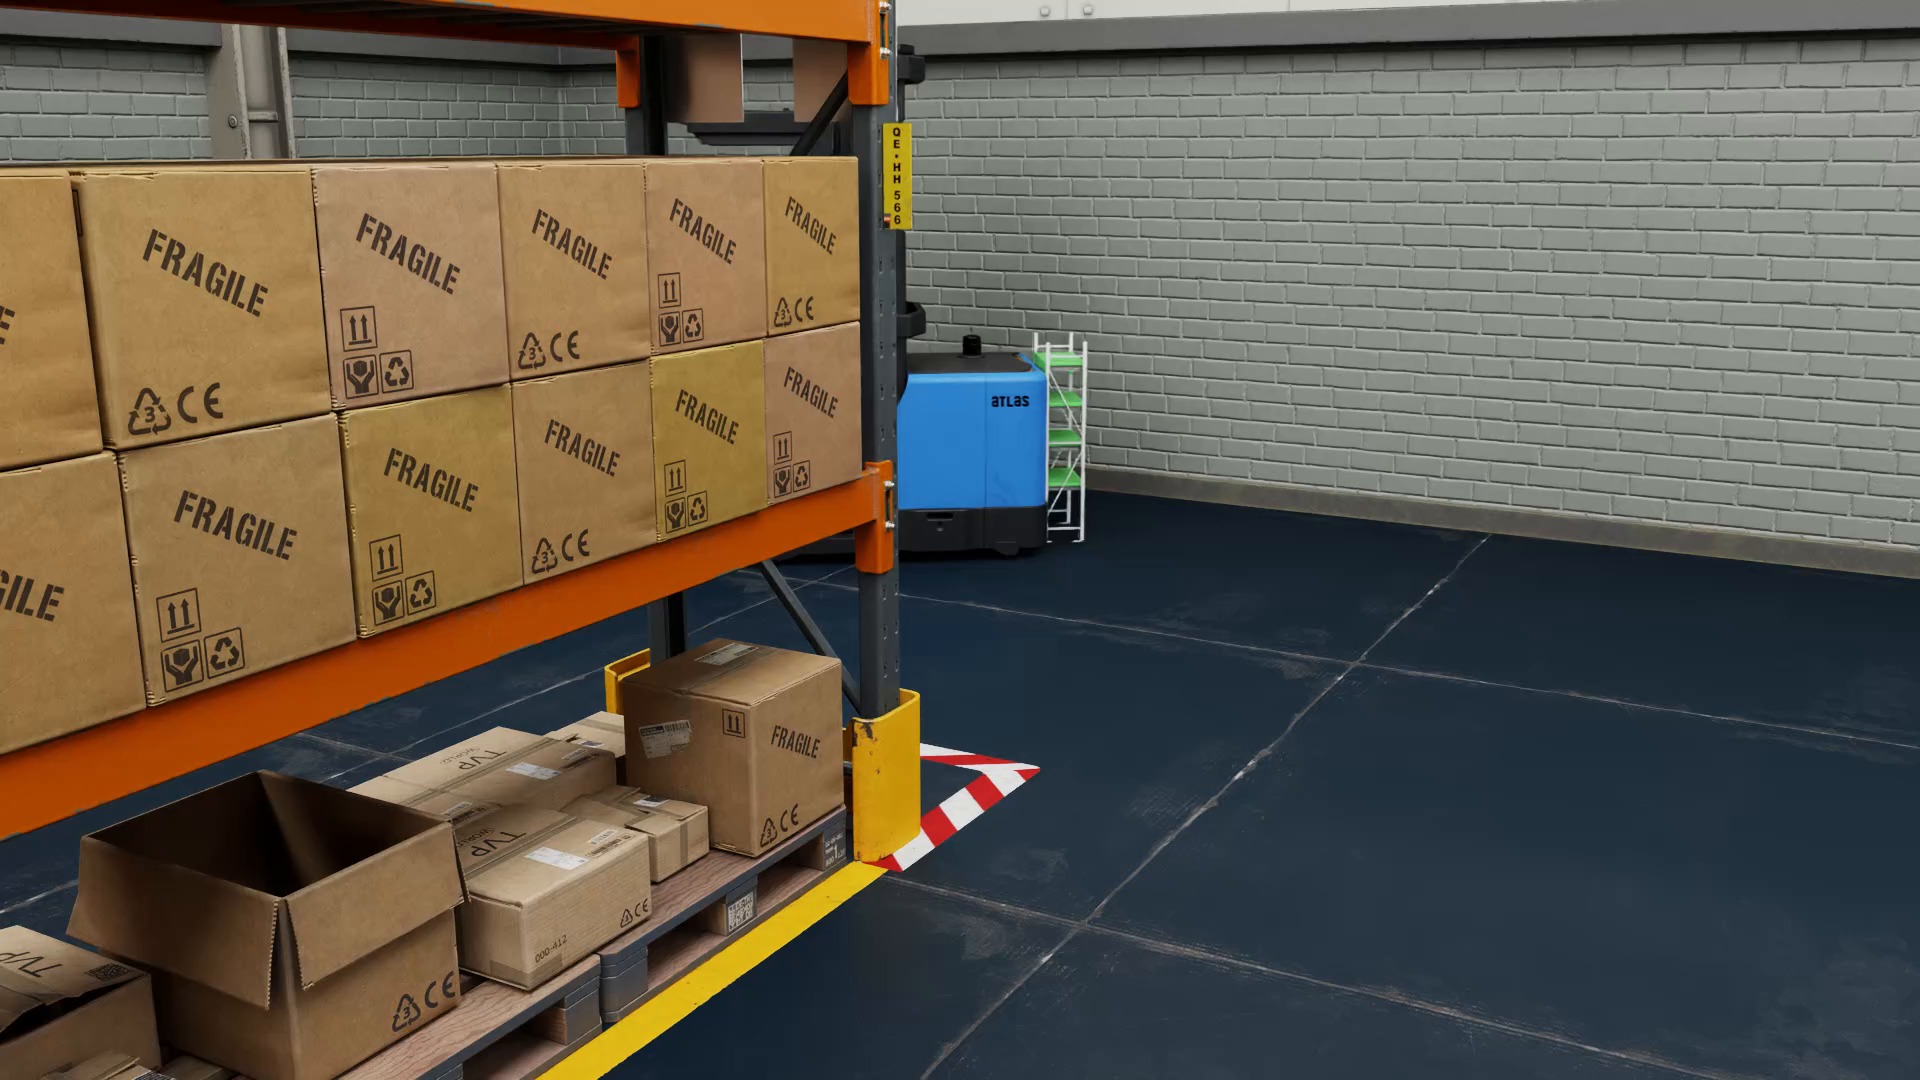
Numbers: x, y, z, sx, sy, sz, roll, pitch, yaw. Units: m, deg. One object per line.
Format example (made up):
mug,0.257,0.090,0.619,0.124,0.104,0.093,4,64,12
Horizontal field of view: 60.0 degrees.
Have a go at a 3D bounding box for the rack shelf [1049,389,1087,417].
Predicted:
rack shelf,0.598,-0.800,10.041,0.258,0.148,0.480,-1,14,-6

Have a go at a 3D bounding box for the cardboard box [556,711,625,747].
cardboard box,-1.176,0.727,5.761,0.380,0.149,0.250,7,15,28

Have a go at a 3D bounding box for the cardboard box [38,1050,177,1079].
cardboard box,-1.804,1.252,3.546,0.380,0.166,0.250,7,15,28

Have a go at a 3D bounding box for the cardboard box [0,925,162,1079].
cardboard box,-2.216,1.119,3.789,0.500,0.311,0.500,7,15,28

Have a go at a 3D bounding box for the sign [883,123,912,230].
sign,-0.196,-1.141,5.222,0.100,0.325,0.005,7,15,28

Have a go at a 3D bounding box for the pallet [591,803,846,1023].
pallet,-1.094,1.043,5.256,1.003,0.211,1.213,7,15,28

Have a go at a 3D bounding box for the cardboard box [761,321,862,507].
cardboard box,-0.651,-0.418,5.152,0.500,0.500,0.500,8,16,30

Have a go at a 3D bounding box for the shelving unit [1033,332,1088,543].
shelving unit,0.598,-0.629,10.082,0.258,1.200,0.503,-1,14,-6

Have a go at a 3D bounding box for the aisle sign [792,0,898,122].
aisle sign,-0.371,-1.735,5.282,0.394,0.787,0.004,7,15,28

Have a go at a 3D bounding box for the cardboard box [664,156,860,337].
cardboard box,-0.647,-0.904,5.036,0.500,0.500,0.500,7,15,28

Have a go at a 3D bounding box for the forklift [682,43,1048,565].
forklift,-1.041,-1.403,9.597,3.031,2.935,1.130,-1,14,-5

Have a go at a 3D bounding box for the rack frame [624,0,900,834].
rack frame,-0.672,-0.492,5.673,1.000,3.000,0.127,7,15,28

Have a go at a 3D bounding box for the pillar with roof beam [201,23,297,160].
pillar with roof beam,-0.694,-4.133,7.976,9.100,9.000,0.400,7,15,28

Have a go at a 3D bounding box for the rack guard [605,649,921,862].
rack guard,-0.709,0.739,5.901,1.175,0.500,0.348,7,15,28

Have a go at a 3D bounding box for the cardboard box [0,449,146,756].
cardboard box,-1.876,0.101,3.000,0.500,0.500,0.500,8,16,29

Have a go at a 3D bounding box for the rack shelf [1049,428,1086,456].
rack shelf,0.598,-0.567,10.097,0.258,0.148,0.480,-1,14,-6

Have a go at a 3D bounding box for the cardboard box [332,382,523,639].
cardboard box,-1.388,-0.106,3.858,0.500,0.500,0.500,7,15,27

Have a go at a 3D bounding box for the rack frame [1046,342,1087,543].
rack frame,0.623,-0.572,9.846,0.240,1.200,0.015,-1,14,-6

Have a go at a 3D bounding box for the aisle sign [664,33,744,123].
aisle sign,-0.896,-1.803,5.564,0.394,0.787,0.004,7,15,28

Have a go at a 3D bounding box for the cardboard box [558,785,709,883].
cardboard box,-0.994,0.884,5.073,0.380,0.166,0.250,7,15,28

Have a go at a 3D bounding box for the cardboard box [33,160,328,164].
cardboard box,-1.855,-0.651,3.986,0.500,0.500,0.500,7,15,28

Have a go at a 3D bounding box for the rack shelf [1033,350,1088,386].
rack shelf,0.598,-1.033,9.984,0.258,0.148,0.480,-1,14,-6

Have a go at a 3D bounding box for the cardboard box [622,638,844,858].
cardboard box,-0.720,0.649,5.336,0.500,0.500,0.500,7,15,28

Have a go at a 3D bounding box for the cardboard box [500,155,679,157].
cardboard box,-1.118,-0.965,5.290,0.500,0.500,0.500,8,16,30

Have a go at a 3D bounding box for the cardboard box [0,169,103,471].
cardboard box,-1.883,-0.376,2.848,0.500,0.500,0.500,7,15,26

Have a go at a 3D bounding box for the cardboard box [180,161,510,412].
cardboard box,-1.385,-0.588,3.725,0.500,0.500,0.500,8,16,30

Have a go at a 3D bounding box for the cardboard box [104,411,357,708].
cardboard box,-1.632,-0.001,3.425,0.500,0.500,0.500,7,15,28

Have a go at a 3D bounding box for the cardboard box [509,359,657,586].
cardboard box,-1.144,-0.209,4.287,0.500,0.500,0.500,8,15,28

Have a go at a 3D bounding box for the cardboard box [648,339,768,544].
cardboard box,-0.898,-0.311,4.709,0.500,0.500,0.500,8,15,29

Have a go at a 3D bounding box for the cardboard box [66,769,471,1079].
cardboard box,-1.702,0.943,4.111,0.797,0.503,0.637,7,15,28

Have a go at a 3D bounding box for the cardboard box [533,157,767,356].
cardboard box,-0.890,-0.800,4.606,0.500,0.500,0.500,8,16,30

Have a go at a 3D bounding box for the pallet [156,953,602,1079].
pallet,-1.684,1.293,4.222,1.003,0.211,1.213,7,15,28

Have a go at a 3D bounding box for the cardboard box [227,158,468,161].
cardboard box,-1.610,-0.755,4.418,0.500,0.500,0.500,8,16,29

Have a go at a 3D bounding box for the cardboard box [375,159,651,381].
cardboard box,-1.137,-0.693,4.162,0.500,0.500,0.500,8,16,30

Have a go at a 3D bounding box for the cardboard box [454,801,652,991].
cardboard box,-1.205,0.962,4.571,0.500,0.250,0.500,7,15,28

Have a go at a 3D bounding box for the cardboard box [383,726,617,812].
cardboard box,-1.425,0.813,5.189,0.500,0.250,0.500,7,15,28

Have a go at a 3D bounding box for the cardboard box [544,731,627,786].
cardboard box,-1.296,0.770,5.546,0.380,0.166,0.250,7,15,28

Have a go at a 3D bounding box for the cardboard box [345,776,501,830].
cardboard box,-1.667,0.916,4.763,0.500,0.250,0.500,7,15,28

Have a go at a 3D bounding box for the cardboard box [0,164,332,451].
cardboard box,-1.634,-0.482,3.285,0.500,0.500,0.500,7,15,26

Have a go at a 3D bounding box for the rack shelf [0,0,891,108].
rack shelf,-1.639,-1.190,3.704,1.077,0.370,4.000,7,15,28

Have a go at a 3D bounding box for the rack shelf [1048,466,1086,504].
rack shelf,0.598,-0.333,10.153,0.258,0.148,0.480,-1,14,-6

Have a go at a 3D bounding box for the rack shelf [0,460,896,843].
rack shelf,-1.639,0.268,4.055,1.077,0.370,4.000,7,15,28

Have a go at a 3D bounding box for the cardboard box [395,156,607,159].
cardboard box,-1.364,-0.857,4.842,0.500,0.500,0.500,8,15,29

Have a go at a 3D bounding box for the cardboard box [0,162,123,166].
cardboard box,-2.099,-0.548,3.558,0.500,0.500,0.500,8,15,28

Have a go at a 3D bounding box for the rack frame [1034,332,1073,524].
rack frame,0.574,-0.686,10.318,0.240,1.200,0.015,-1,14,-6
